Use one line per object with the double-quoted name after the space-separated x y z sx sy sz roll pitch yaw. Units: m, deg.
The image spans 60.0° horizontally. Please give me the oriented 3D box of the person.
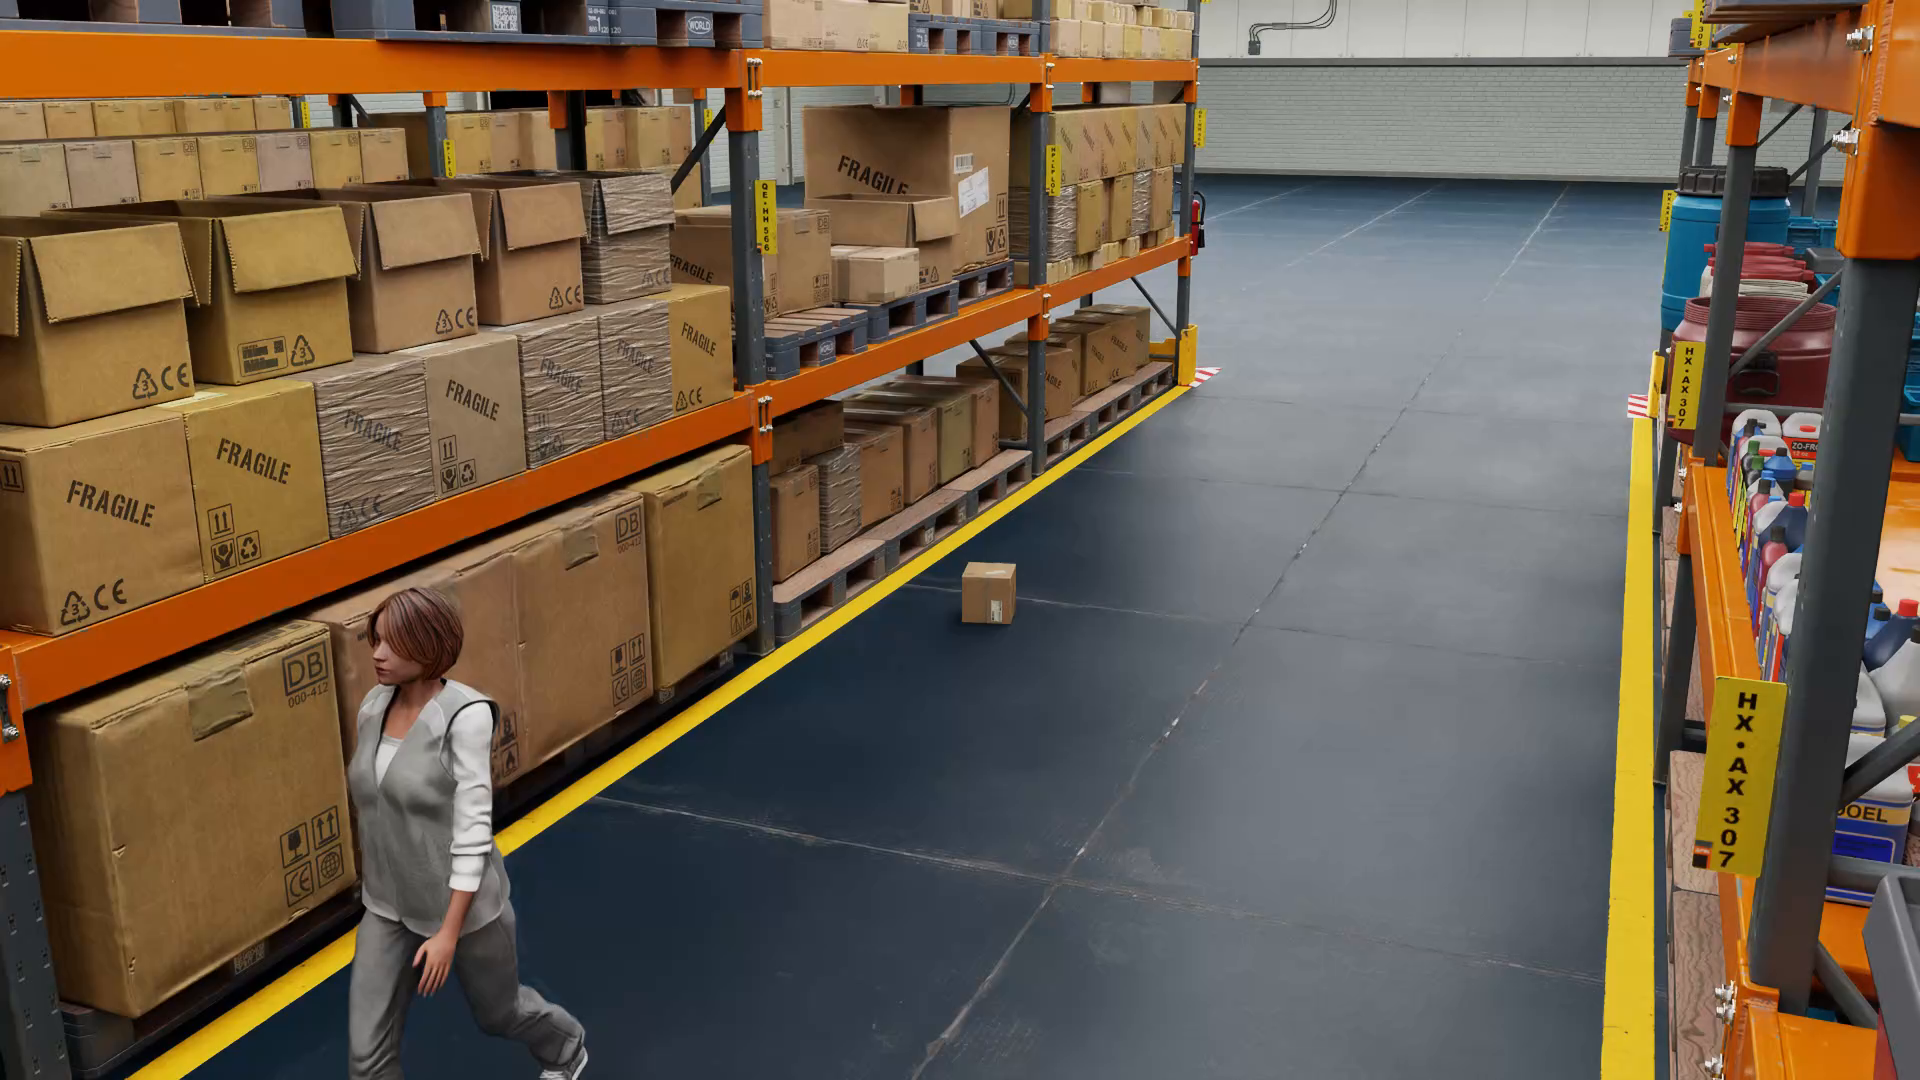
-1.243 0.908 3.973 0.403 1.450 0.933 6 17 20 "person"
